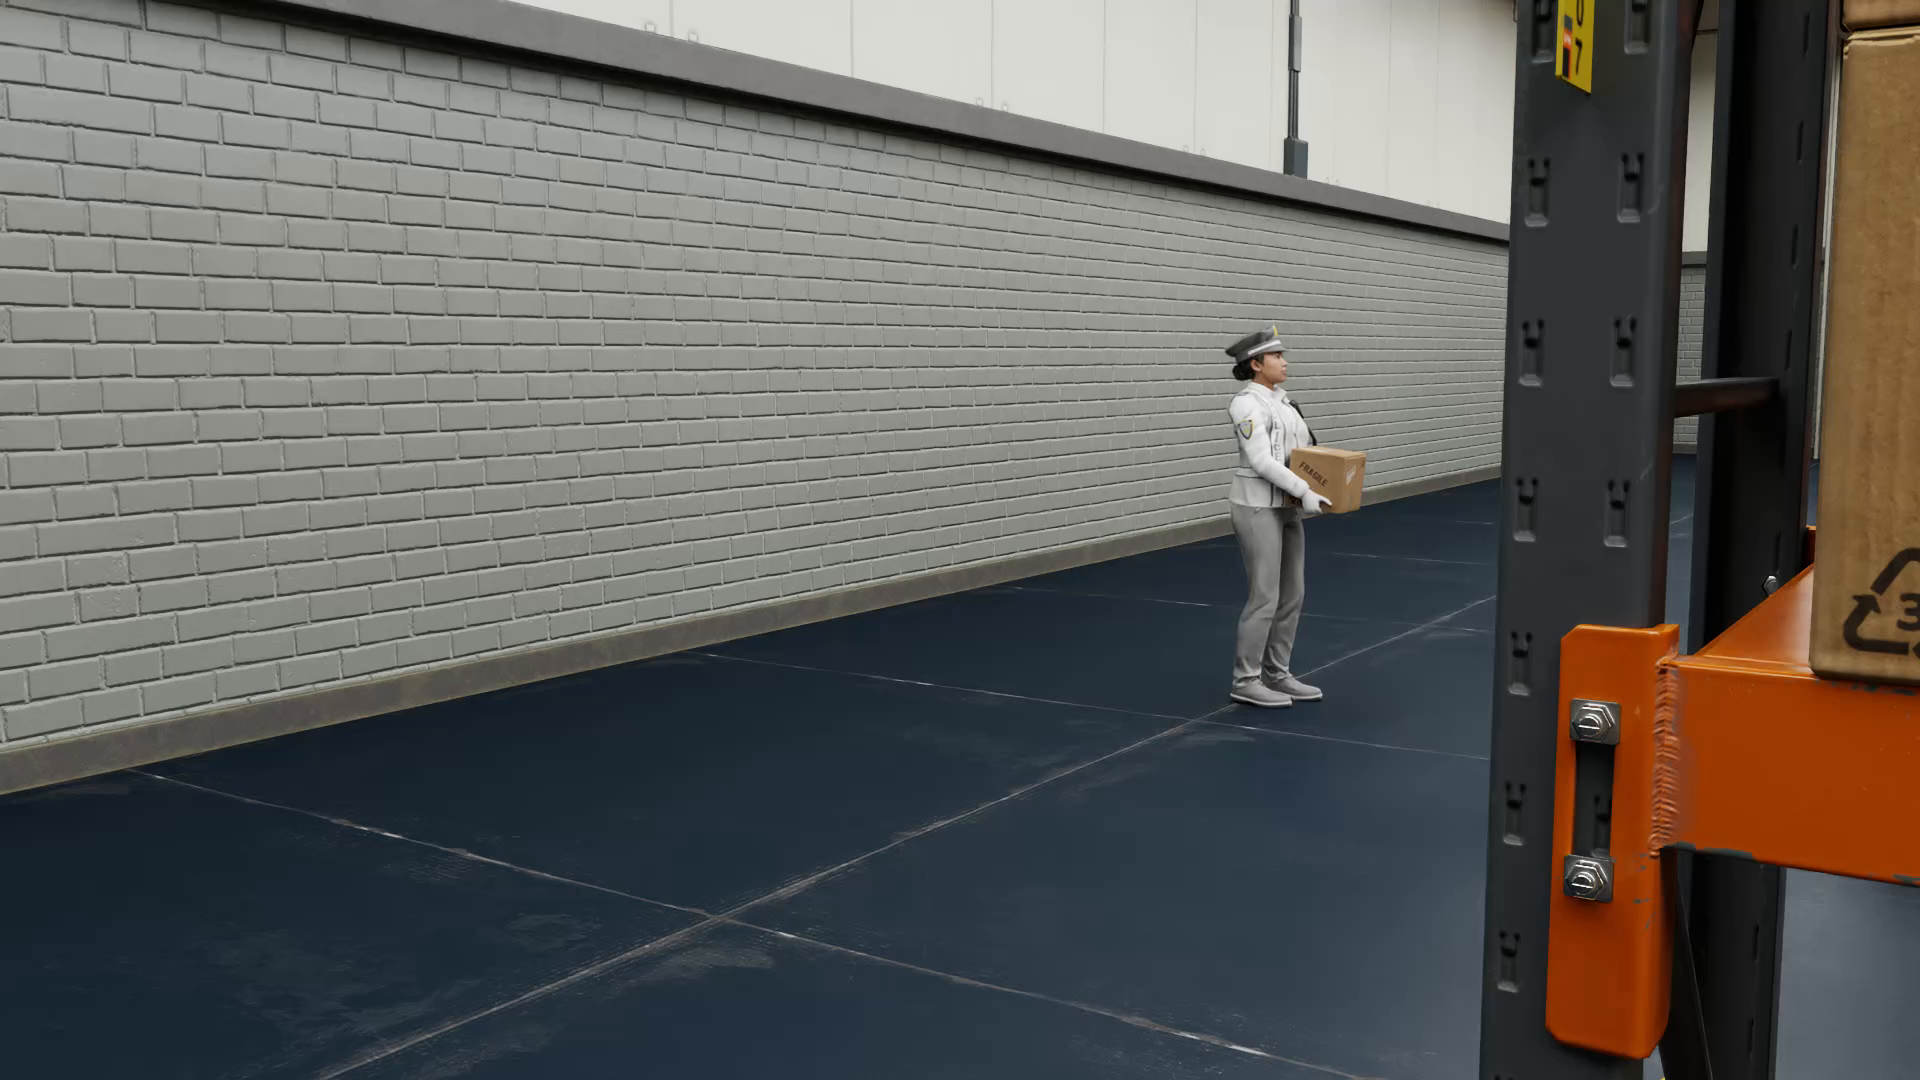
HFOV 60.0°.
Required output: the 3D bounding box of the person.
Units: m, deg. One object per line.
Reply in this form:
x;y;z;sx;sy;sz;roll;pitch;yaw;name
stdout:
1.437;-0.114;7.403;0.564;1.686;0.460;4;8;34;person
